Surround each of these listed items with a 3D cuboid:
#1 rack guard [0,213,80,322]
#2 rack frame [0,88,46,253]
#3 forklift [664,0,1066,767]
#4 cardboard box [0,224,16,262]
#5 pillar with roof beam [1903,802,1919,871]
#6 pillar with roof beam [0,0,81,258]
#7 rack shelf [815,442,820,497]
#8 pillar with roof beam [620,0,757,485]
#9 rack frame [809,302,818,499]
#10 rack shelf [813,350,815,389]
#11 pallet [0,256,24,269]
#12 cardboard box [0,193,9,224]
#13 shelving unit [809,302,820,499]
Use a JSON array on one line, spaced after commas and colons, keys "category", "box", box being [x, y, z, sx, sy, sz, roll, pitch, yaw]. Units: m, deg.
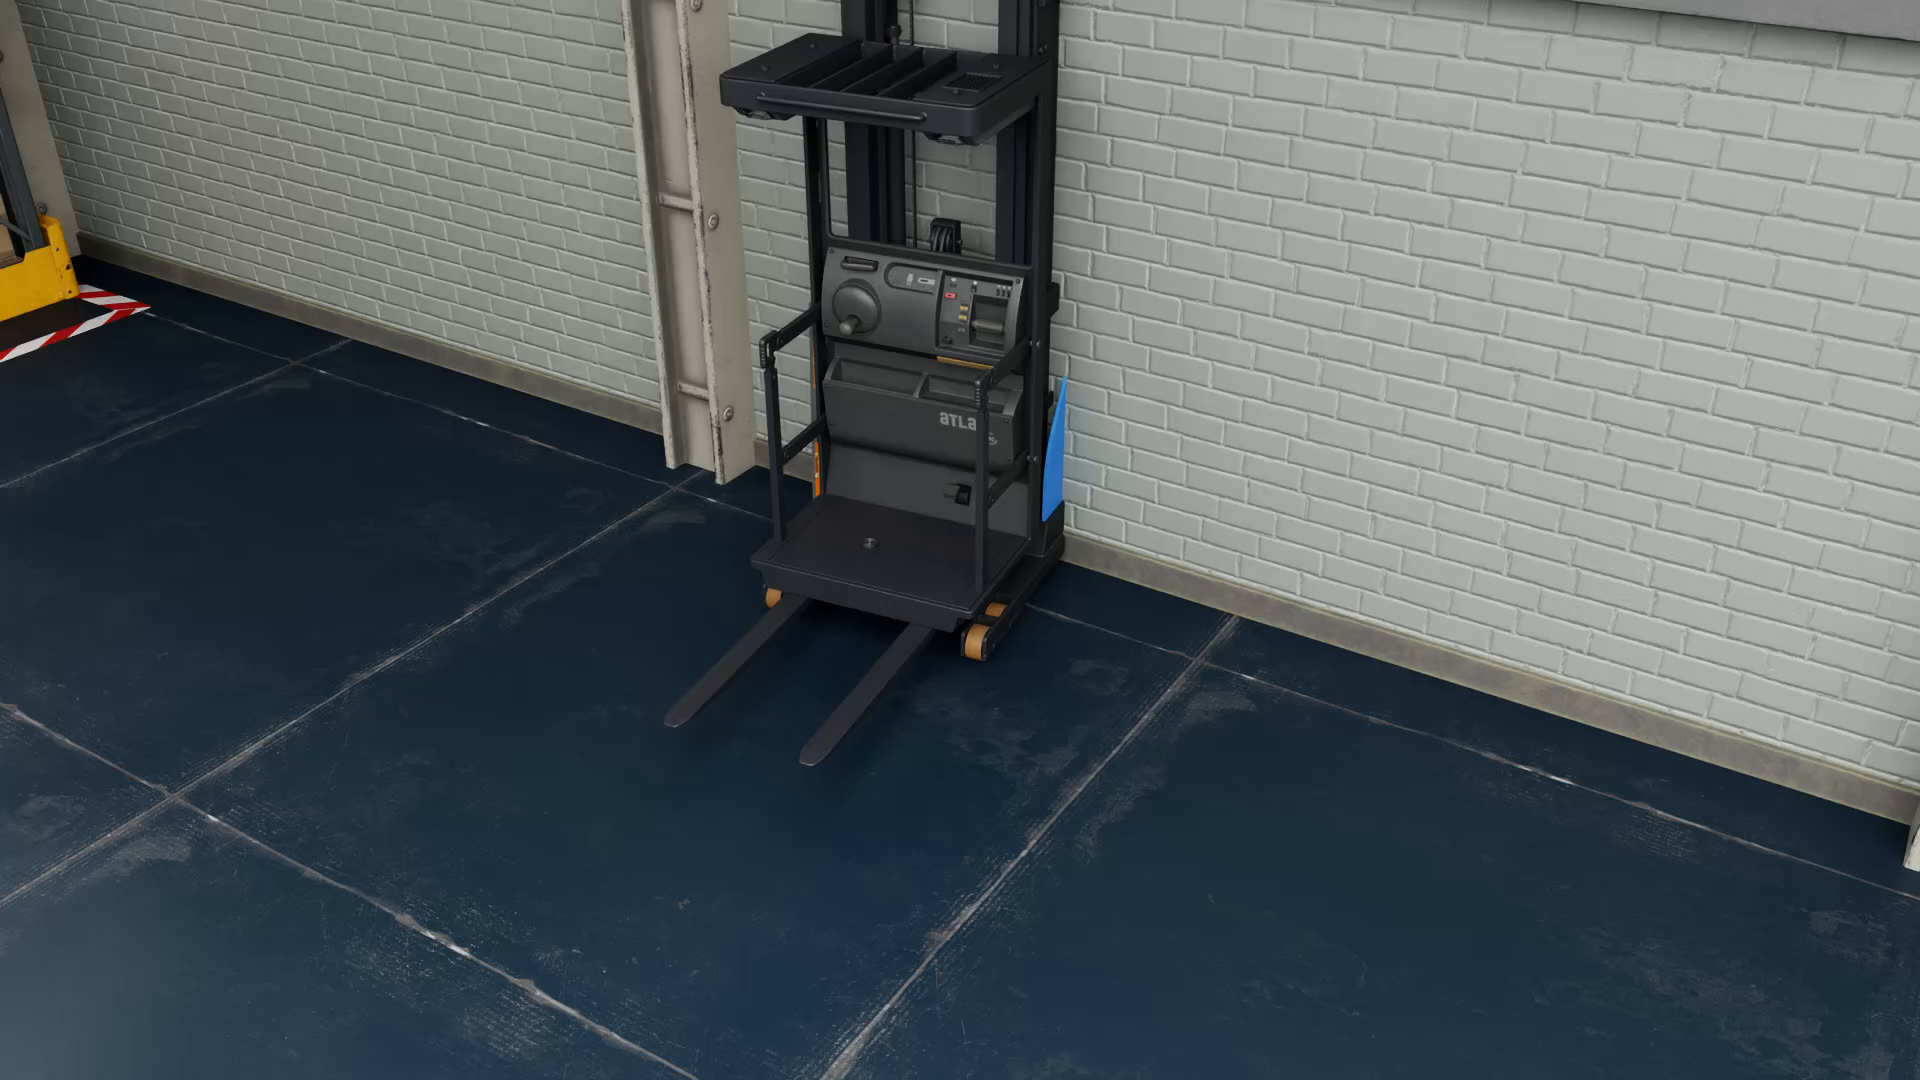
[{"category": "rack guard", "box": [-6.282, -1.654, 10.589, 0.348, 0.500, 1.175, 18, 35, 27]}, {"category": "rack frame", "box": [-6.302, -2.740, 9.970, 0.127, 3.000, 1.000, 18, 35, 27]}, {"category": "forklift", "box": [-0.253, -0.978, 7.018, 1.130, 2.935, 3.031, 13, 33, 20]}, {"category": "cardboard box", "box": [-6.614, -1.949, 10.926, 0.500, 0.250, 0.500, 18, 35, 28]}, {"category": "pillar with roof beam", "box": [1.462, -0.851, 0.778, 0.400, 9.000, 9.100, 18, 35, 27]}, {"category": "pillar with roof beam", "box": [-8.701, -4.065, 6.288, 0.400, 9.000, 9.100, 18, 35, 27]}, {"category": "rack shelf", "box": [-0.135, -0.340, 8.050, 1.000, 0.278, 0.538, 7, 16, 23]}, {"category": "pillar with roof beam", "box": [-3.620, -2.458, 3.533, 0.400, 9.000, 9.100, 18, 35, 27]}, {"category": "rack frame", "box": [-0.599, -0.630, 8.188, 0.032, 1.125, 0.500, 7, 16, 23]}, {"category": "rack shelf", "box": [-0.134, -0.859, 7.912, 1.000, 0.278, 0.538, 7, 16, 23]}, {"category": "pallet", "box": [-6.972, -1.723, 10.994, 1.213, 0.211, 1.003, 18, 35, 27]}, {"category": "cardboard box", "box": [-6.590, -2.165, 10.799, 0.500, 0.250, 0.500, 18, 35, 28]}, {"category": "shelving unit", "box": [-0.135, -0.576, 7.987, 1.048, 1.125, 0.538, 7, 16, 23]}]
